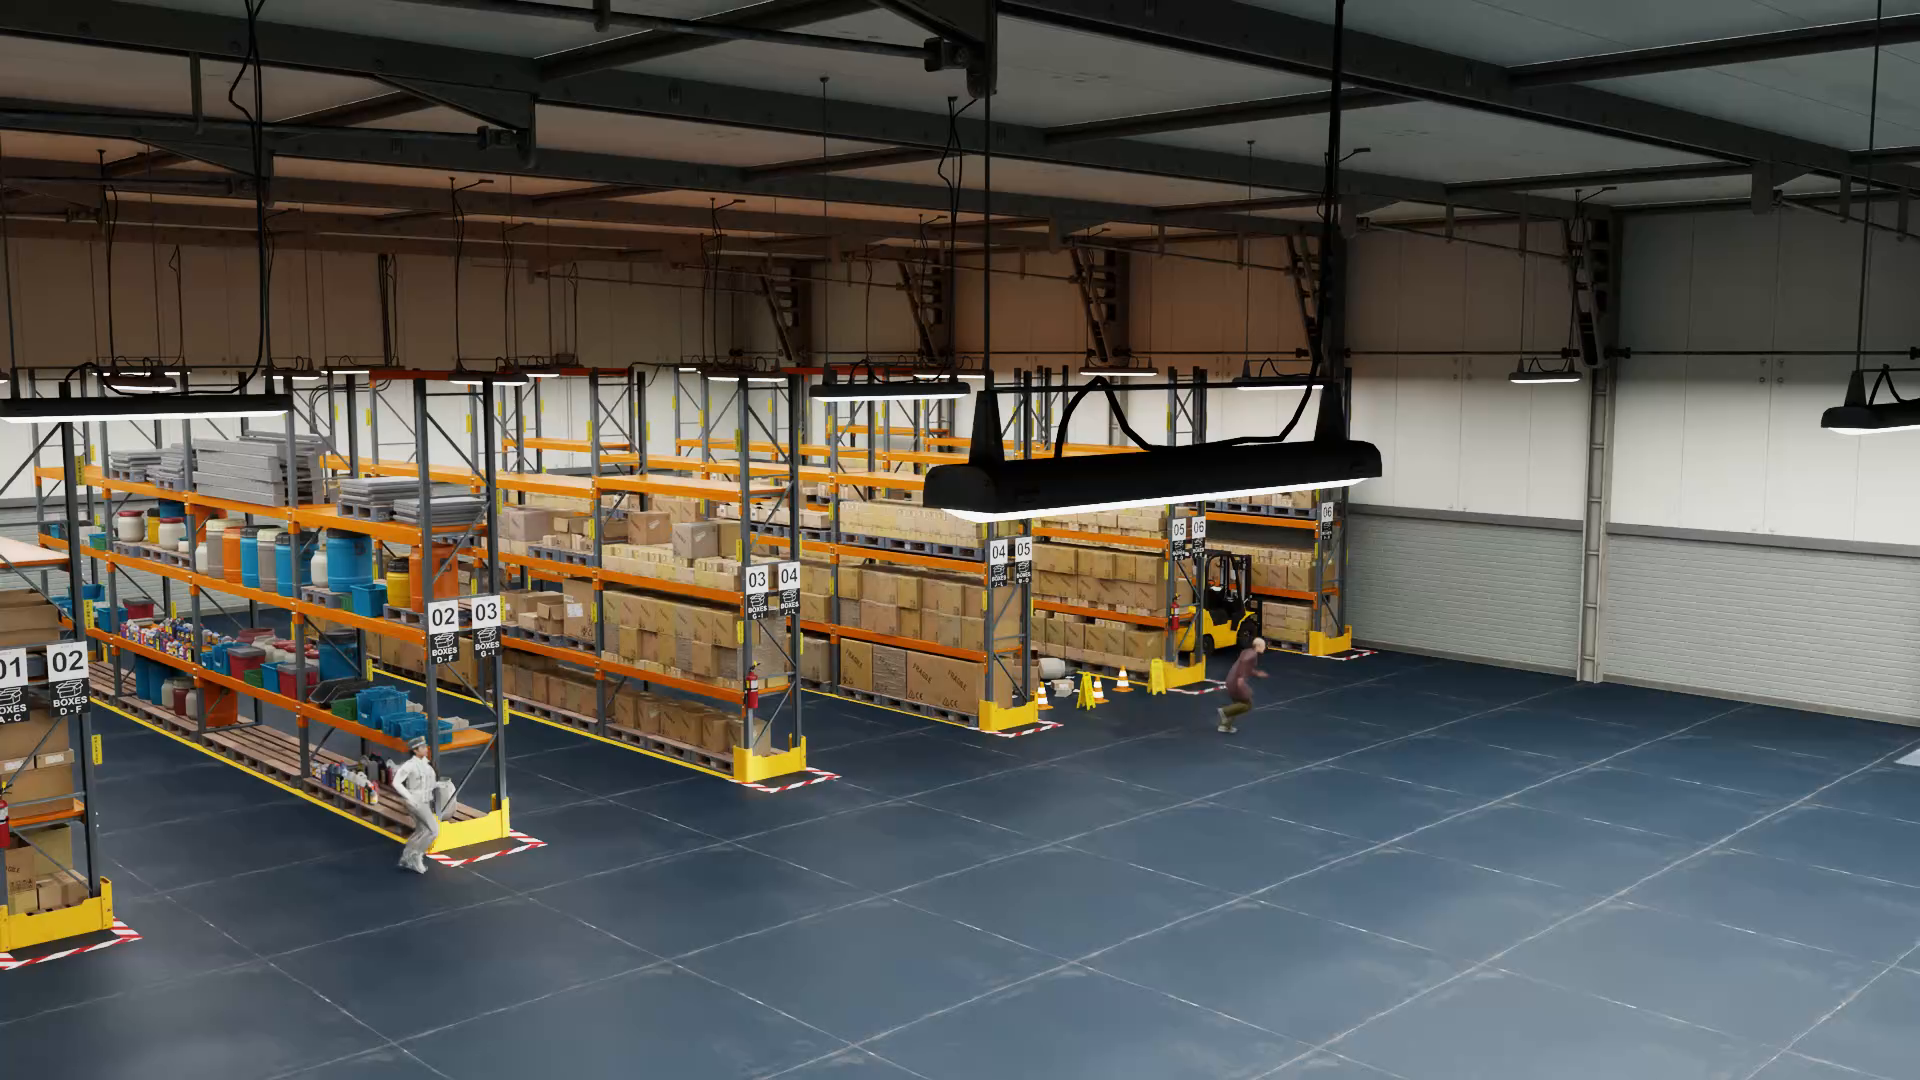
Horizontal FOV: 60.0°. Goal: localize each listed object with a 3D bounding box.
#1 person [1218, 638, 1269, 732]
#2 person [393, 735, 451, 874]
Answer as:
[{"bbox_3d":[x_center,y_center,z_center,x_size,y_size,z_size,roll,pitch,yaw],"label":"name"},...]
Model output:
[{"bbox_3d":[4.724,2.430,27.646,0.866,1.599,0.736,0,6,-3],"label":"person"},{"bbox_3d":[-6.559,3.218,20.273,0.659,1.684,0.588,1,6,5],"label":"person"}]
